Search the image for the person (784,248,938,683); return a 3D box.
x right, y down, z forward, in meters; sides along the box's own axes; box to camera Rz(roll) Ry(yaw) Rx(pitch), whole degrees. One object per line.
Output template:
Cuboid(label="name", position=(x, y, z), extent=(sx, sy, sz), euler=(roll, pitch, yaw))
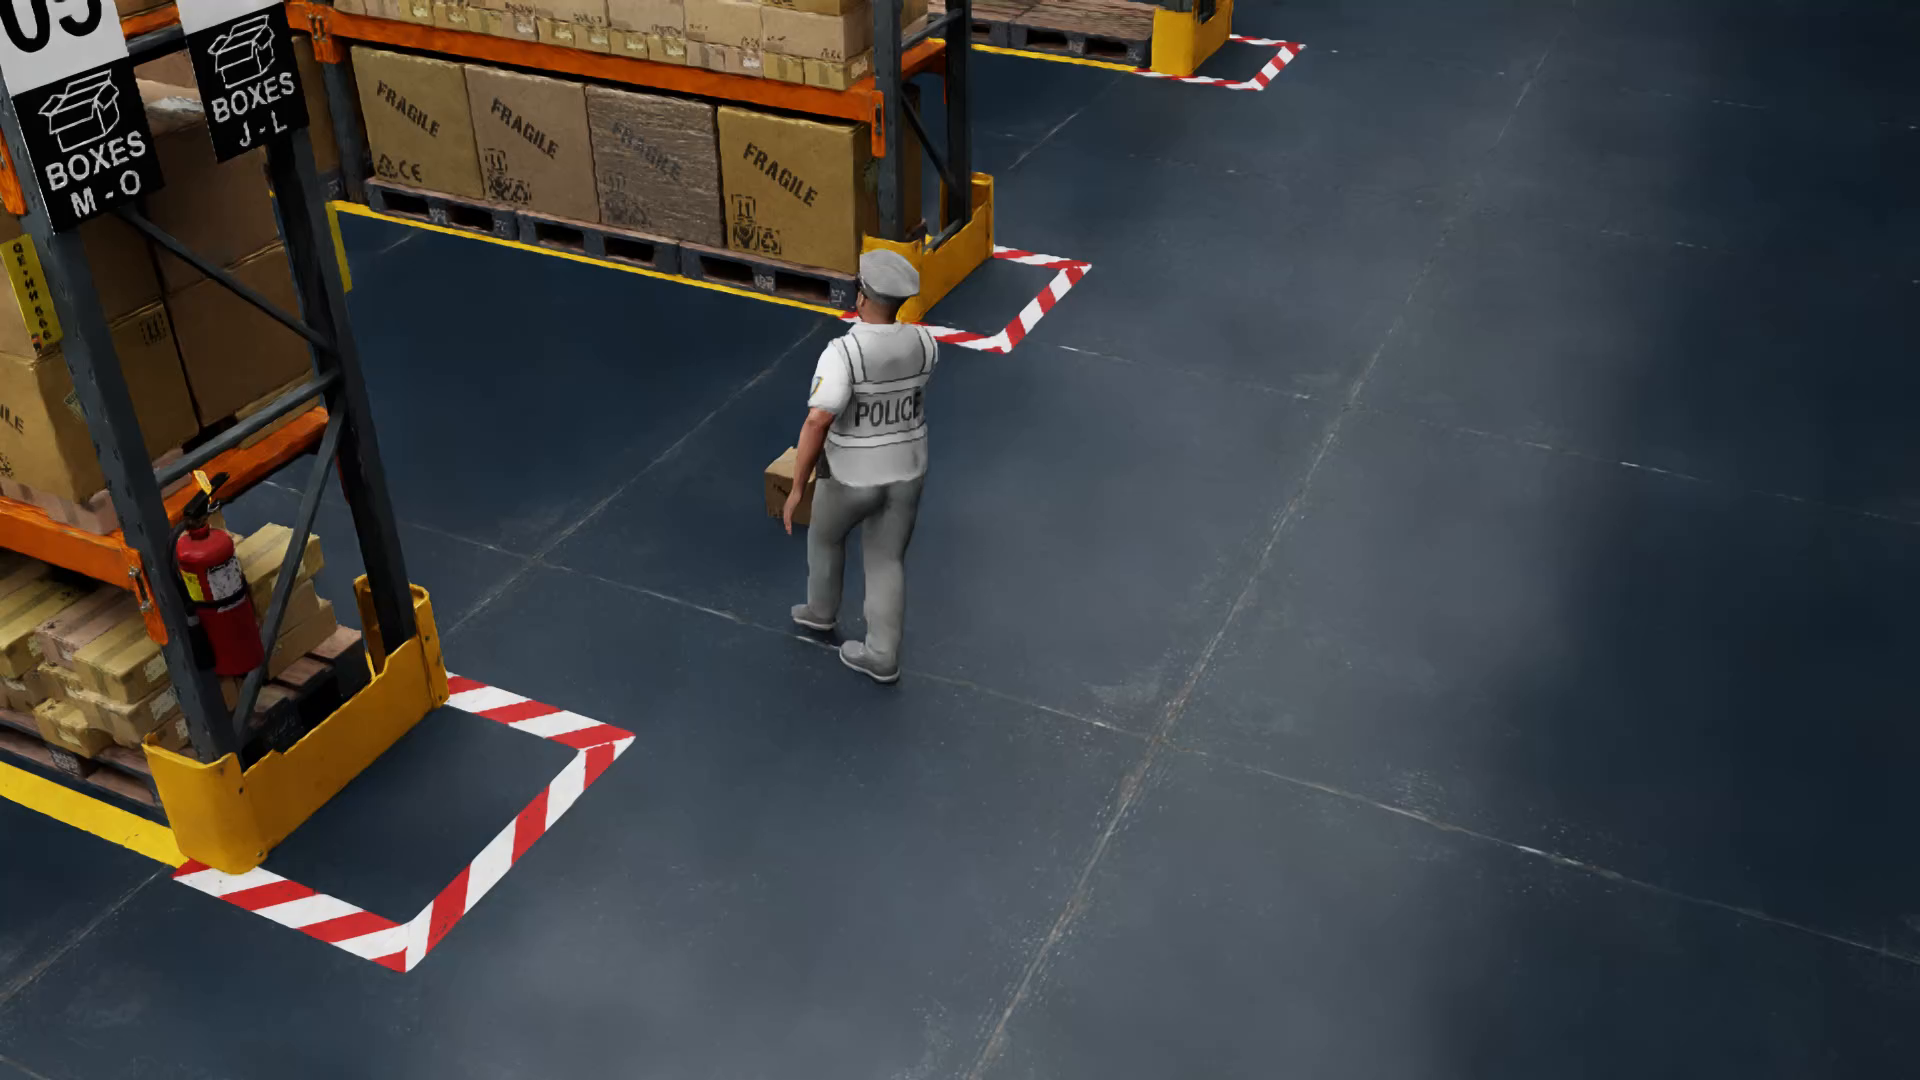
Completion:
Cuboid(label="person", position=(-0.440, -0.279, 6.635), extent=(0.733, 1.789, 0.784), euler=(-14, 36, -21))
